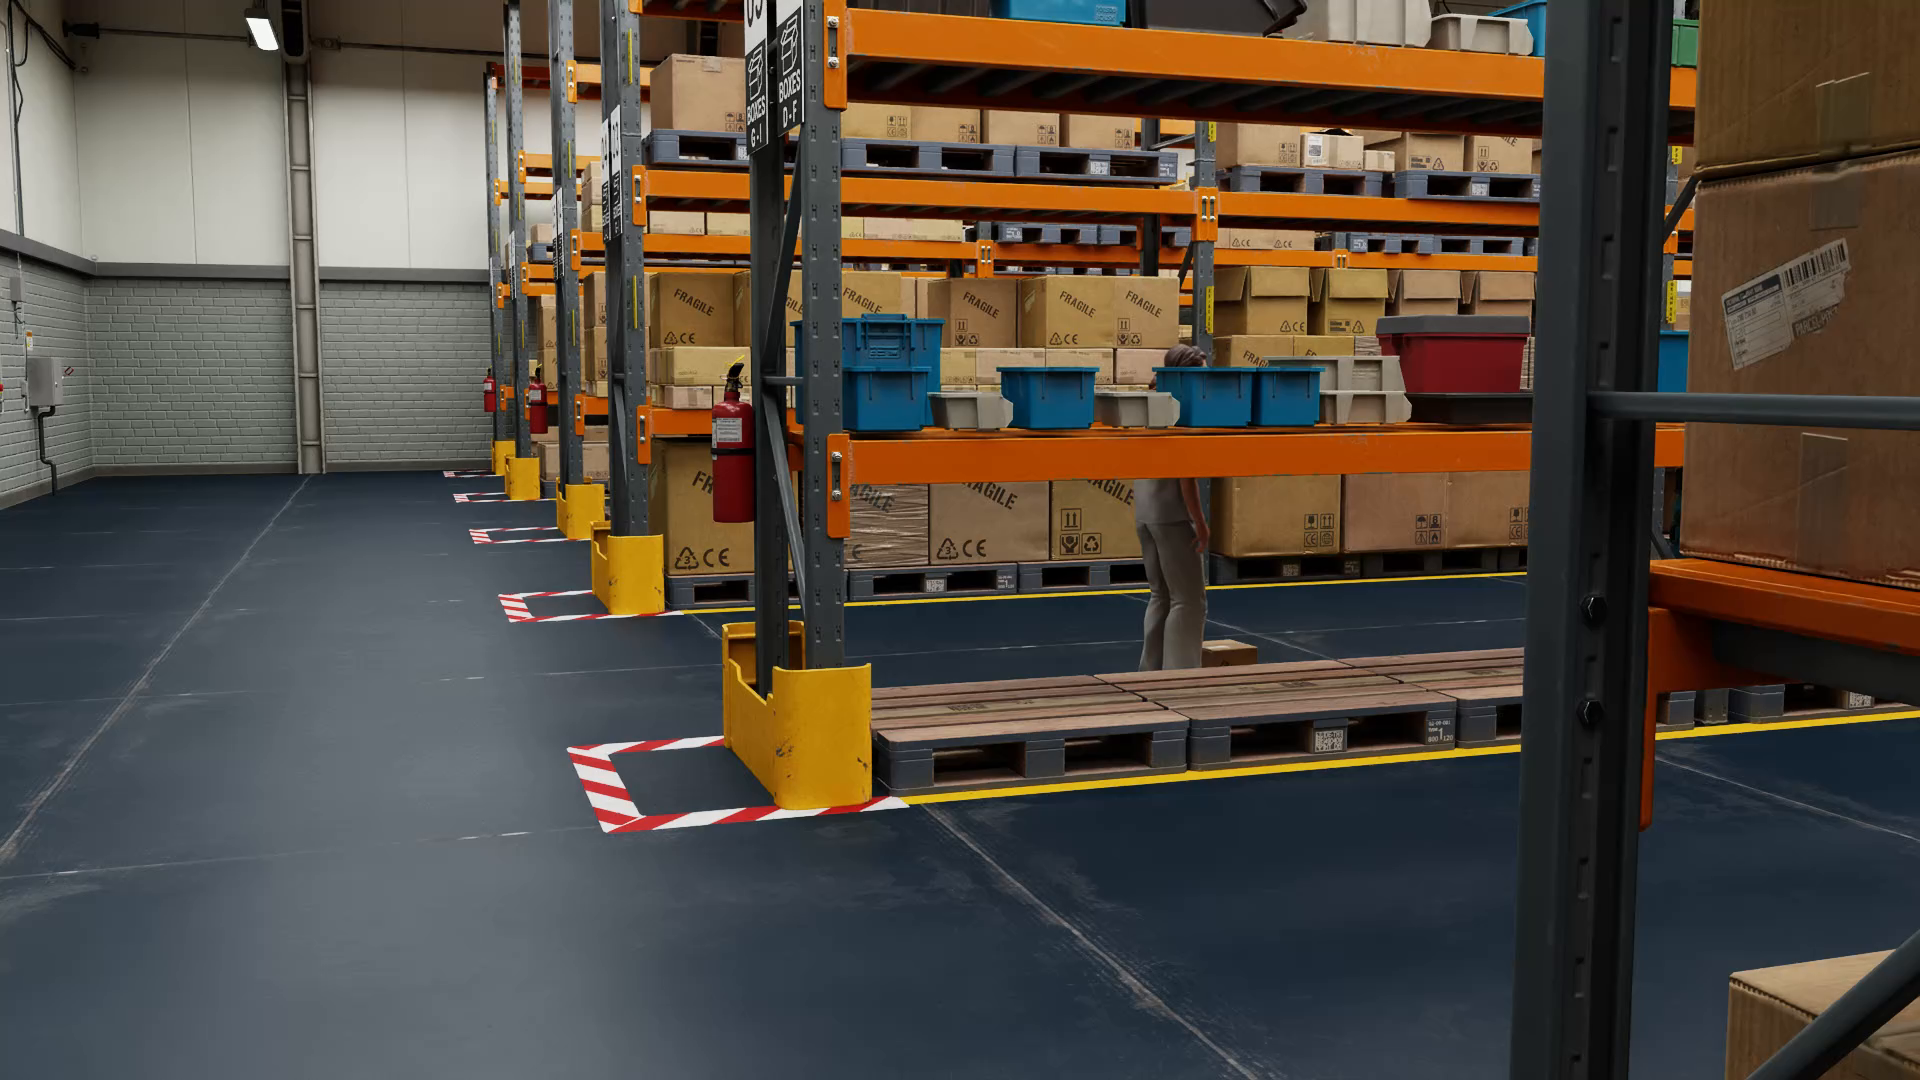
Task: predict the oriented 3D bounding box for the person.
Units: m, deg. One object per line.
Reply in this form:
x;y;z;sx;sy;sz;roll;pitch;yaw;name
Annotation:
0.997;-0.071;7.728;0.360;1.672;0.485;-2;6;-19;person
